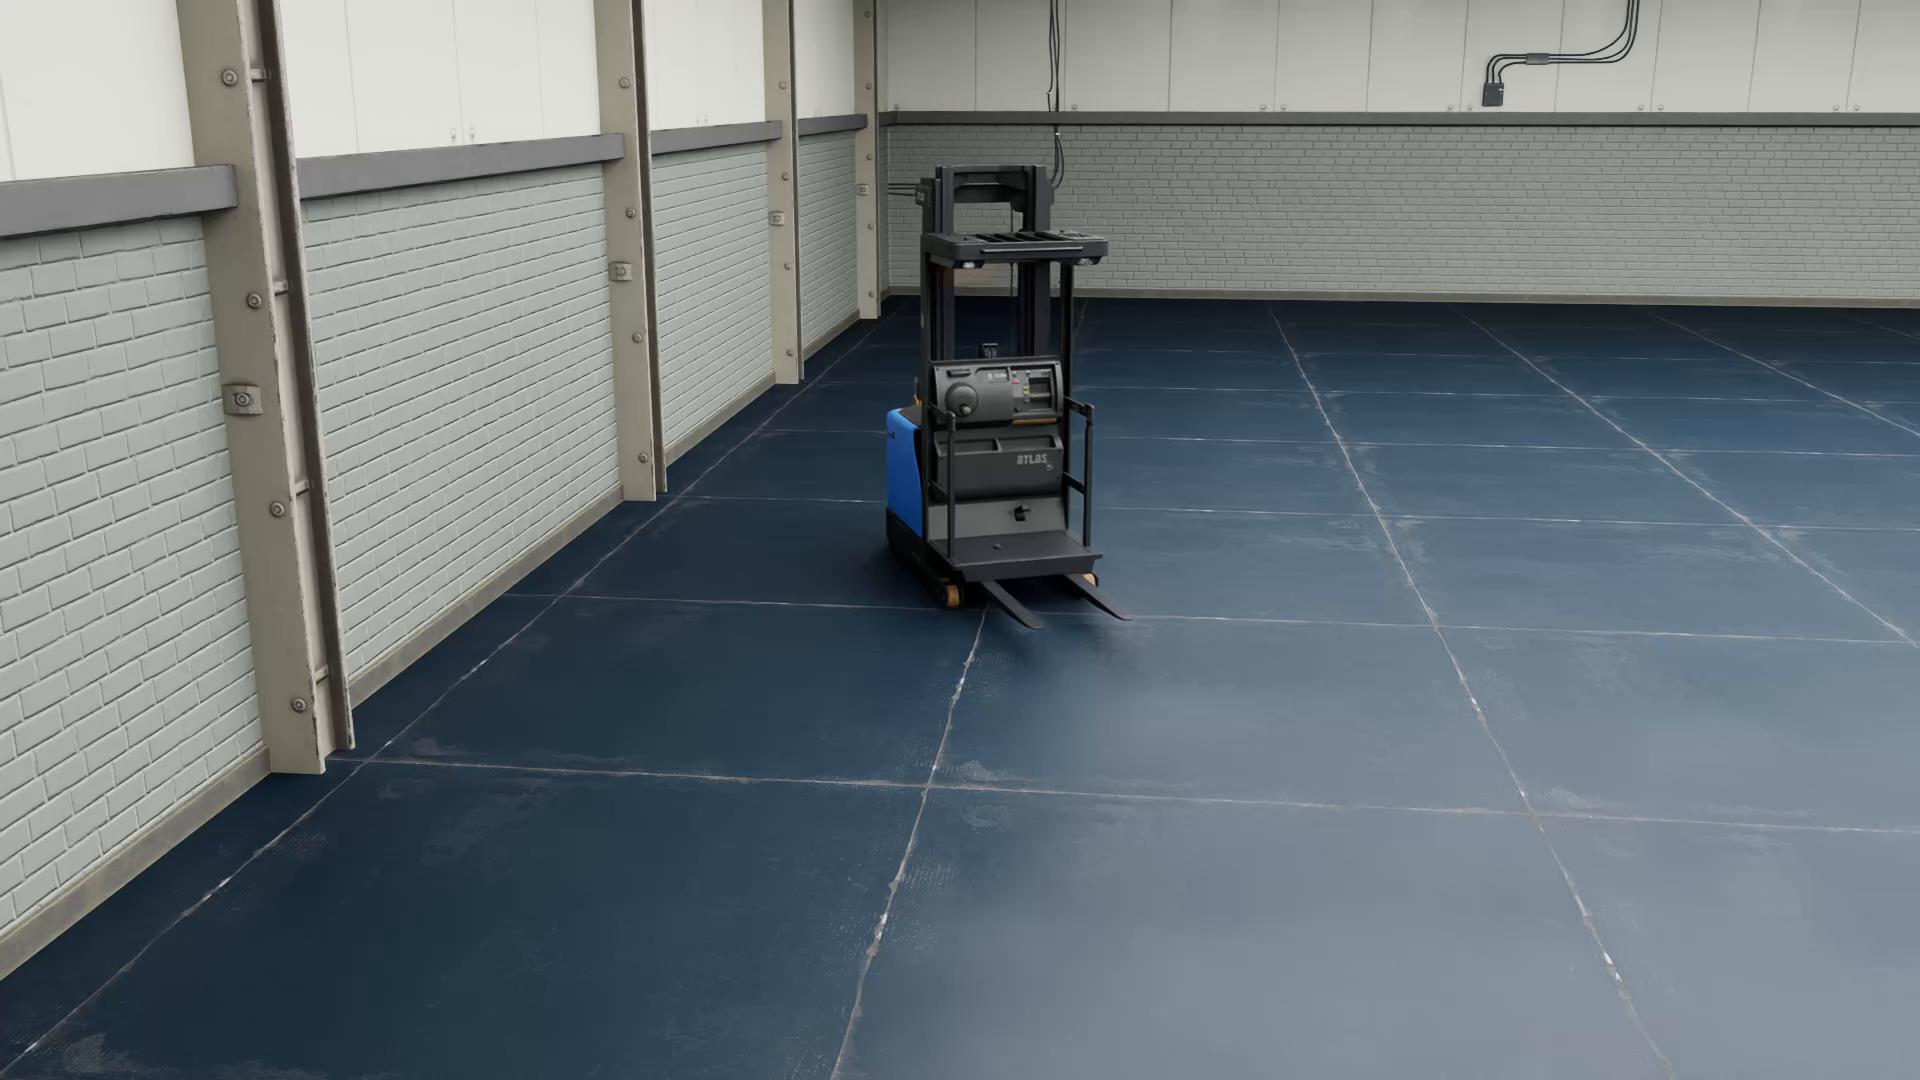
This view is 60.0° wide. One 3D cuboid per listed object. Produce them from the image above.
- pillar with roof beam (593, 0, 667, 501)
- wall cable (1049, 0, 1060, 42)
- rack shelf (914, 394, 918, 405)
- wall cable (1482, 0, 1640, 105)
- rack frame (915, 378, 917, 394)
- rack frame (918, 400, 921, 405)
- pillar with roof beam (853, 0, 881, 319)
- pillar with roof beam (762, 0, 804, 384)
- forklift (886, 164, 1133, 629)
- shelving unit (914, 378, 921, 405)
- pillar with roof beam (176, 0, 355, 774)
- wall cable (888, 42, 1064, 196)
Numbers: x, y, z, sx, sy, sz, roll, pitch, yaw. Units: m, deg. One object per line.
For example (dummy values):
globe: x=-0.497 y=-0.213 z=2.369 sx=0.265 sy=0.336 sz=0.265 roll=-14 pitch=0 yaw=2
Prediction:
pillar with roof beam: x=1.498 y=-4.610 z=12.970 sx=9.100 sy=9.000 sz=0.400 roll=2 pitch=15 yaw=6
wall cable: x=2.909 y=-9.433 z=27.082 sx=3.097 sy=2.526 sz=0.112 roll=2 pitch=15 yaw=6
rack shelf: x=-0.227 y=-1.047 z=13.229 sx=0.258 sy=0.148 sz=0.480 roll=-1 pitch=15 yaw=-4
wall cable: x=9.652 y=-9.932 z=26.137 sx=2.305 sy=6.003 sz=0.169 roll=2 pitch=15 yaw=6
rack frame: x=-0.246 y=-0.731 z=13.567 sx=0.240 sy=1.200 sz=0.015 roll=-1 pitch=15 yaw=-4
rack frame: x=-0.209 y=-0.604 z=13.097 sx=0.240 sy=1.200 sz=0.015 roll=-1 pitch=15 yaw=-4
pillar with roof beam: x=2.852 y=-7.722 z=24.480 sx=9.100 sy=9.000 sz=0.400 roll=2 pitch=15 yaw=6
pillar with roof beam: x=2.175 y=-6.166 z=18.725 sx=9.100 sy=9.000 sz=0.400 roll=2 pitch=15 yaw=6
forklift: x=0.335 y=-1.056 z=11.453 sx=1.130 sy=2.935 sz=3.031 roll=-4 pitch=16 yaw=-16
shelving unit: x=-0.227 y=-0.667 z=13.332 sx=0.258 sy=1.200 sz=0.503 roll=-1 pitch=15 yaw=-4
pillar with roof beam: x=0.821 y=-3.053 z=7.215 sx=9.100 sy=9.000 sz=0.400 roll=2 pitch=15 yaw=6
wall cable: x=0.221 y=-7.075 z=28.036 sx=3.097 sy=2.526 sz=0.112 roll=2 pitch=15 yaw=6
